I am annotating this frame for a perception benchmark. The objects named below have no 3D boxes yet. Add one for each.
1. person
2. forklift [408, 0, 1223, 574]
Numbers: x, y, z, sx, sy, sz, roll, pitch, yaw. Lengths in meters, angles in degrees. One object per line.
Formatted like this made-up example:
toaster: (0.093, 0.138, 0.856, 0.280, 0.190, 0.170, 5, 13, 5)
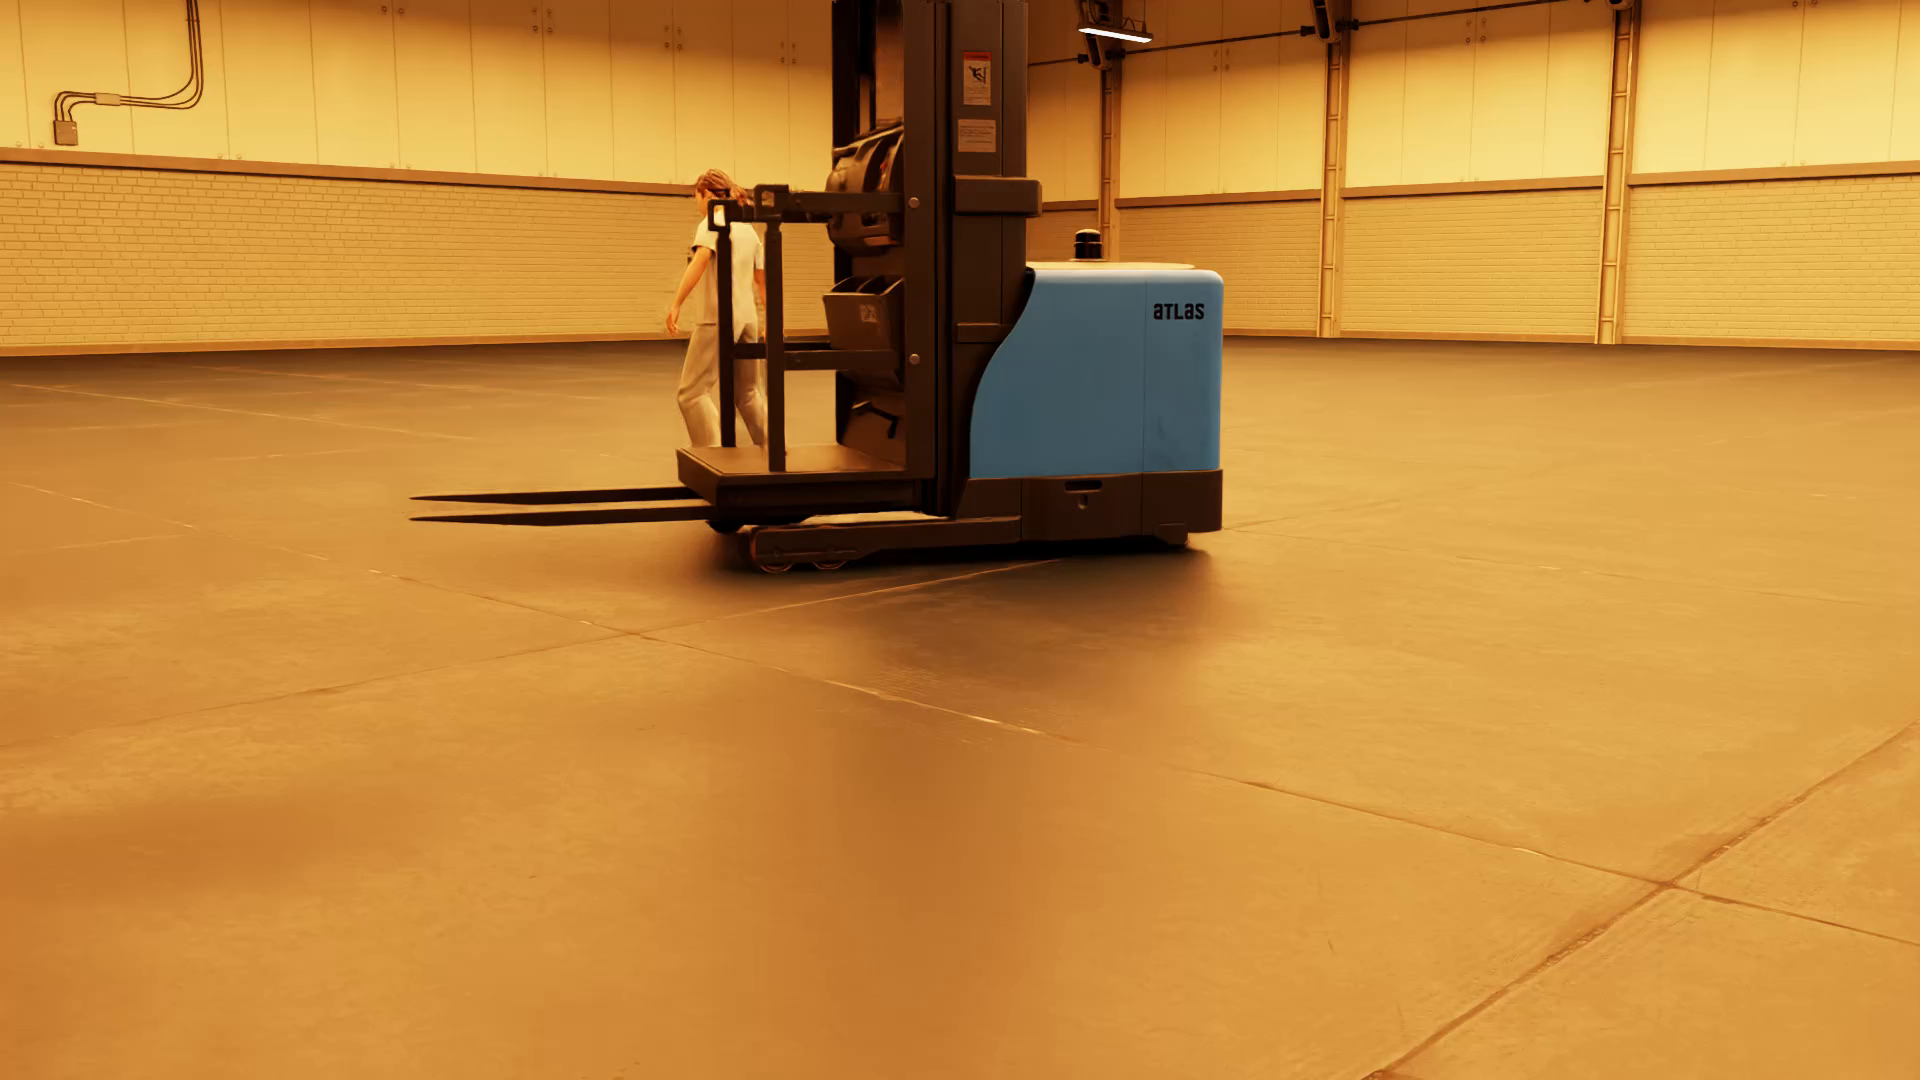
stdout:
person: (-1.198, -1.075, 8.524, 0.385, 1.638, 0.864, 4, 9, 25)
forklift: (-0.551, -1.418, 6.289, 3.031, 2.935, 1.130, -3, 9, -18)
